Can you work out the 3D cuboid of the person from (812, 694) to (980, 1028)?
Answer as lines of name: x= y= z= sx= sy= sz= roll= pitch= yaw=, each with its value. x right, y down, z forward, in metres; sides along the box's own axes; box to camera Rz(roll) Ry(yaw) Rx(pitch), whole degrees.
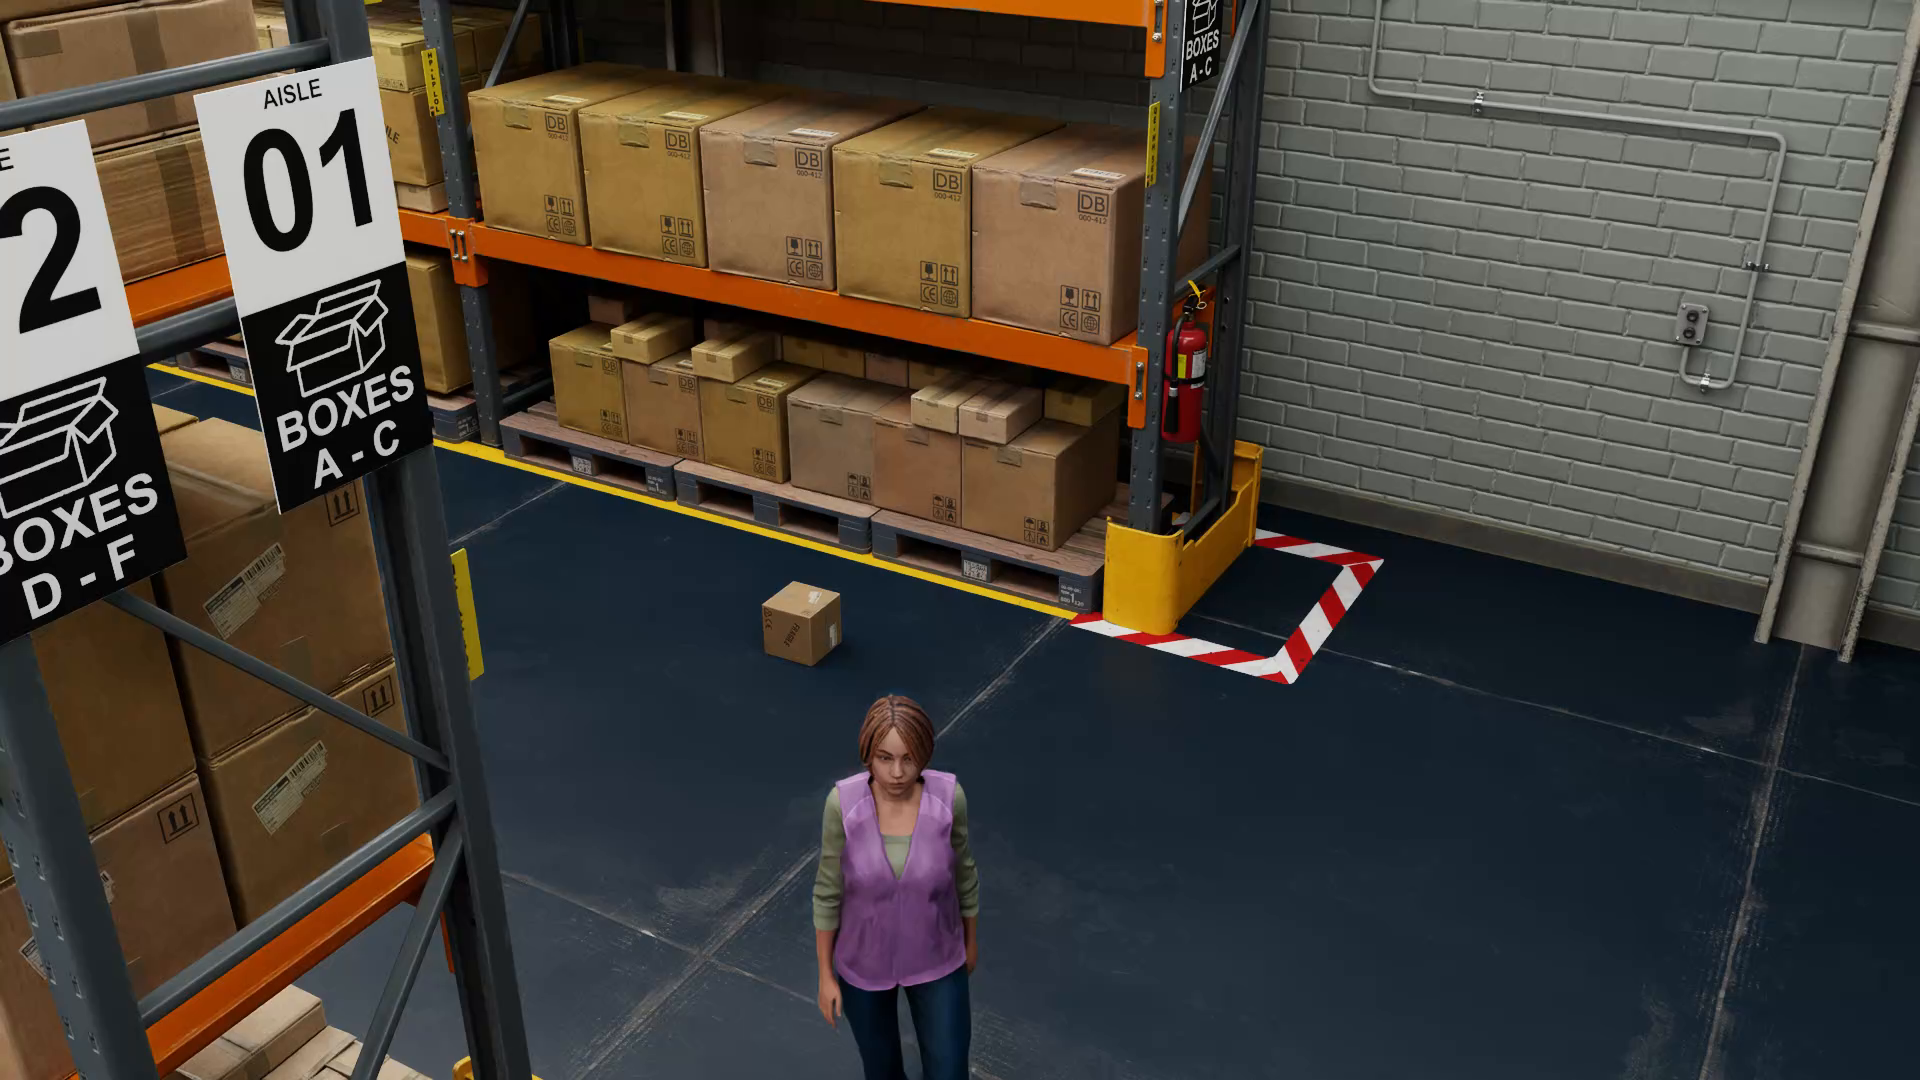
person: x=-0.164 y=1.118 z=4.417 sx=0.433 sy=1.629 sz=0.367 roll=0 pitch=27 yaw=-1
